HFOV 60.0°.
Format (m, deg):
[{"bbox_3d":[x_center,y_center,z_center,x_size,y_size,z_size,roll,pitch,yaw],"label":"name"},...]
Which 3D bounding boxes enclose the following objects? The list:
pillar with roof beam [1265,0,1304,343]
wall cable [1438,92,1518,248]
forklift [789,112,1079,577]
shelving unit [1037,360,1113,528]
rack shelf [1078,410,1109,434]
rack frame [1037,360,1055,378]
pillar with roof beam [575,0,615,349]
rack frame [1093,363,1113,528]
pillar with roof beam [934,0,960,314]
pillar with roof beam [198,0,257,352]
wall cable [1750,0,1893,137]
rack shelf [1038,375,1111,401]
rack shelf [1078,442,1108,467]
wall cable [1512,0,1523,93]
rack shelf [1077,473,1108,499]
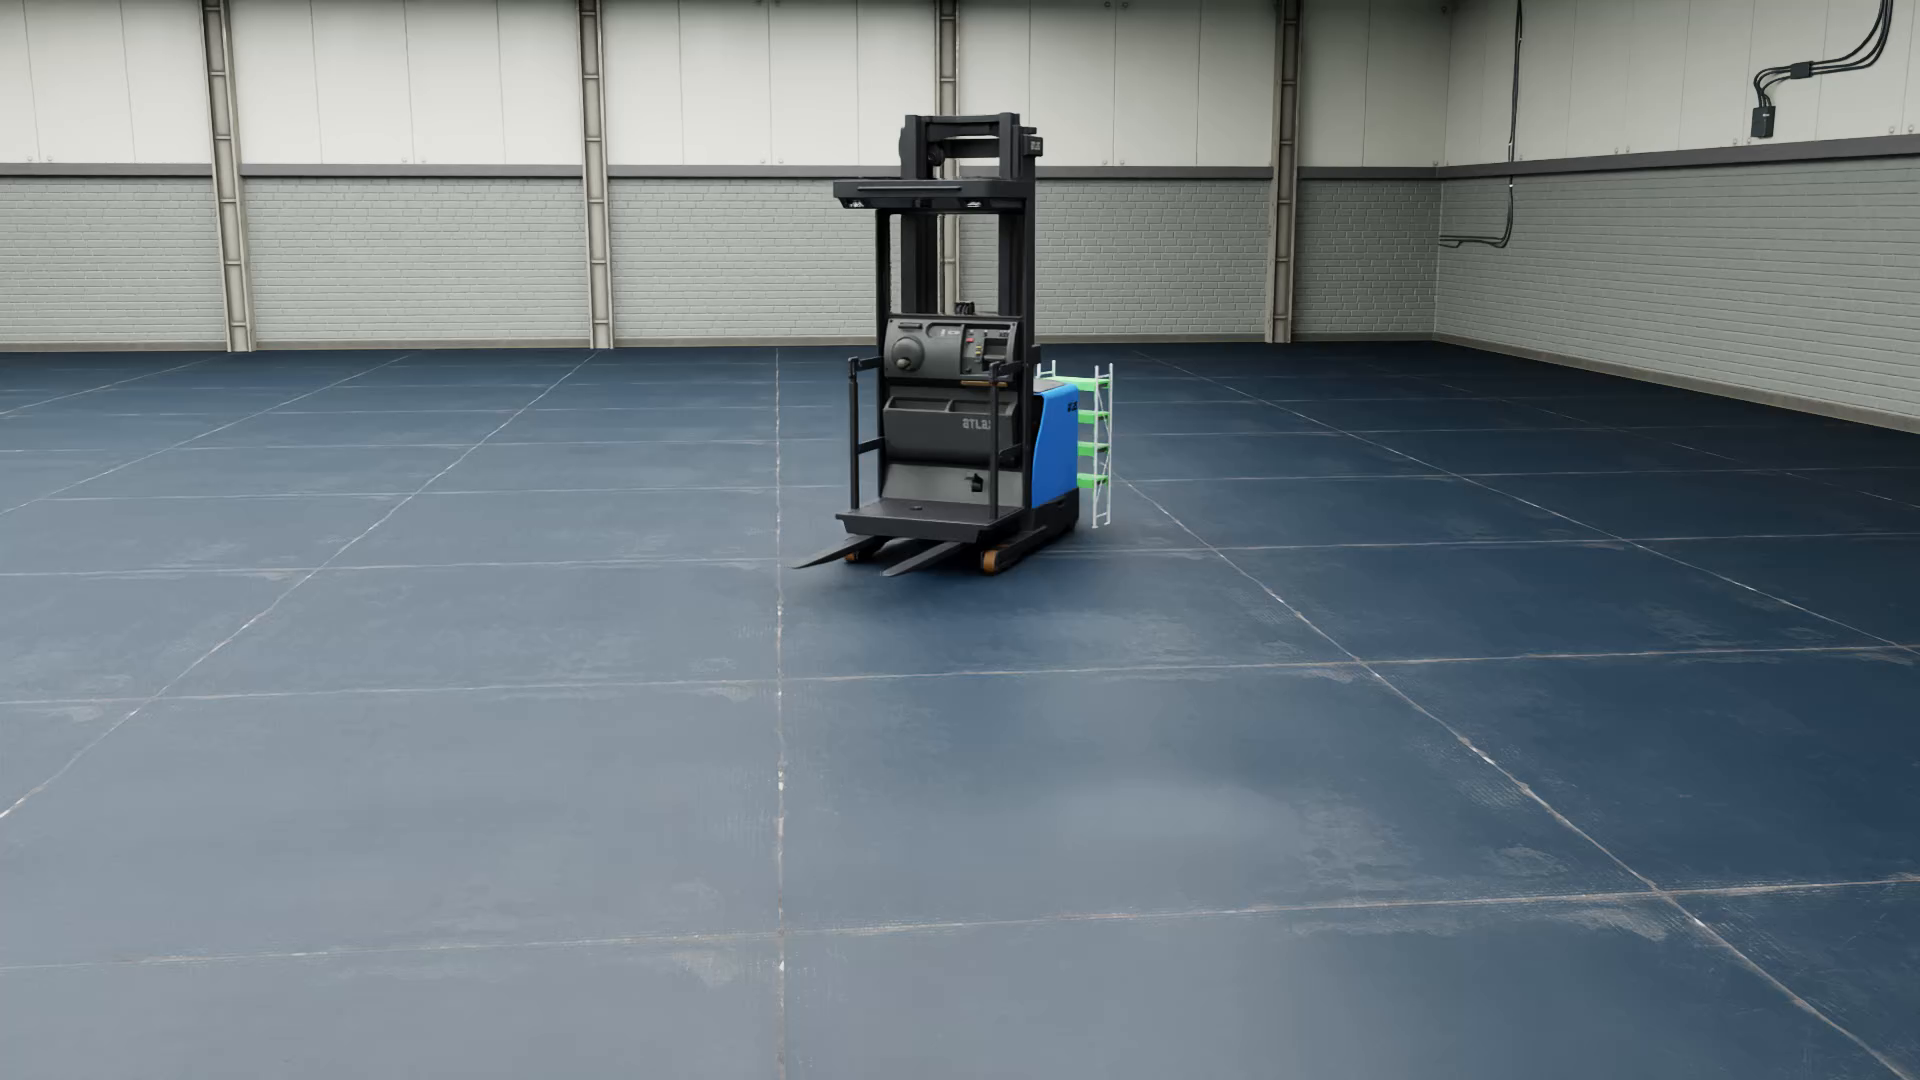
[{"bbox_3d":[6.207,-7.168,25.000,0.400,9.000,9.100,-1,11,-6],"label":"pillar with roof beam"},{"bbox_3d":[8.814,-6.278,28.522,0.112,2.526,3.097,-1,11,-6],"label":"wall cable"},{"bbox_3d":[-0.142,-1.305,10.908,1.130,2.935,3.031,4,12,22],"label":"forklift"},{"bbox_3d":[0.852,-0.720,12.420,0.503,1.200,0.258,7,13,32],"label":"shelving unit"},{"bbox_3d":[0.852,-0.893,12.386,0.480,0.148,0.258,7,13,32],"label":"rack shelf"},{"bbox_3d":[0.647,-0.746,12.551,0.015,1.200,0.240,7,13,32],"label":"rack frame"},{"bbox_3d":[-5.722,-6.918,23.729,0.400,9.000,9.100,-1,11,-6],"label":"pillar with roof beam"},{"bbox_3d":[1.056,-0.694,12.290,0.015,1.200,0.240,7,13,32],"label":"rack frame"},{"bbox_3d":[0.243,-7.043,24.365,0.400,9.000,9.100,-1,11,-6],"label":"pillar with roof beam"},{"bbox_3d":[-11.687,-6.793,23.093,0.400,9.000,9.100,-1,11,-6],"label":"pillar with roof beam"},{"bbox_3d":[9.824,-7.649,18.632,0.169,6.003,2.305,-1,11,-6],"label":"wall cable"},{"bbox_3d":[0.852,-1.128,12.340,0.480,0.148,0.258,7,13,32],"label":"rack shelf"},{"bbox_3d":[0.852,-0.657,12.433,0.480,0.148,0.258,7,13,32],"label":"rack shelf"},{"bbox_3d":[9.106,-8.237,25.396,0.112,2.526,3.097,-1,11,-6],"label":"wall cable"},{"bbox_3d":[0.852,-0.422,12.479,0.480,0.148,0.258,7,13,32],"label":"rack shelf"}]
